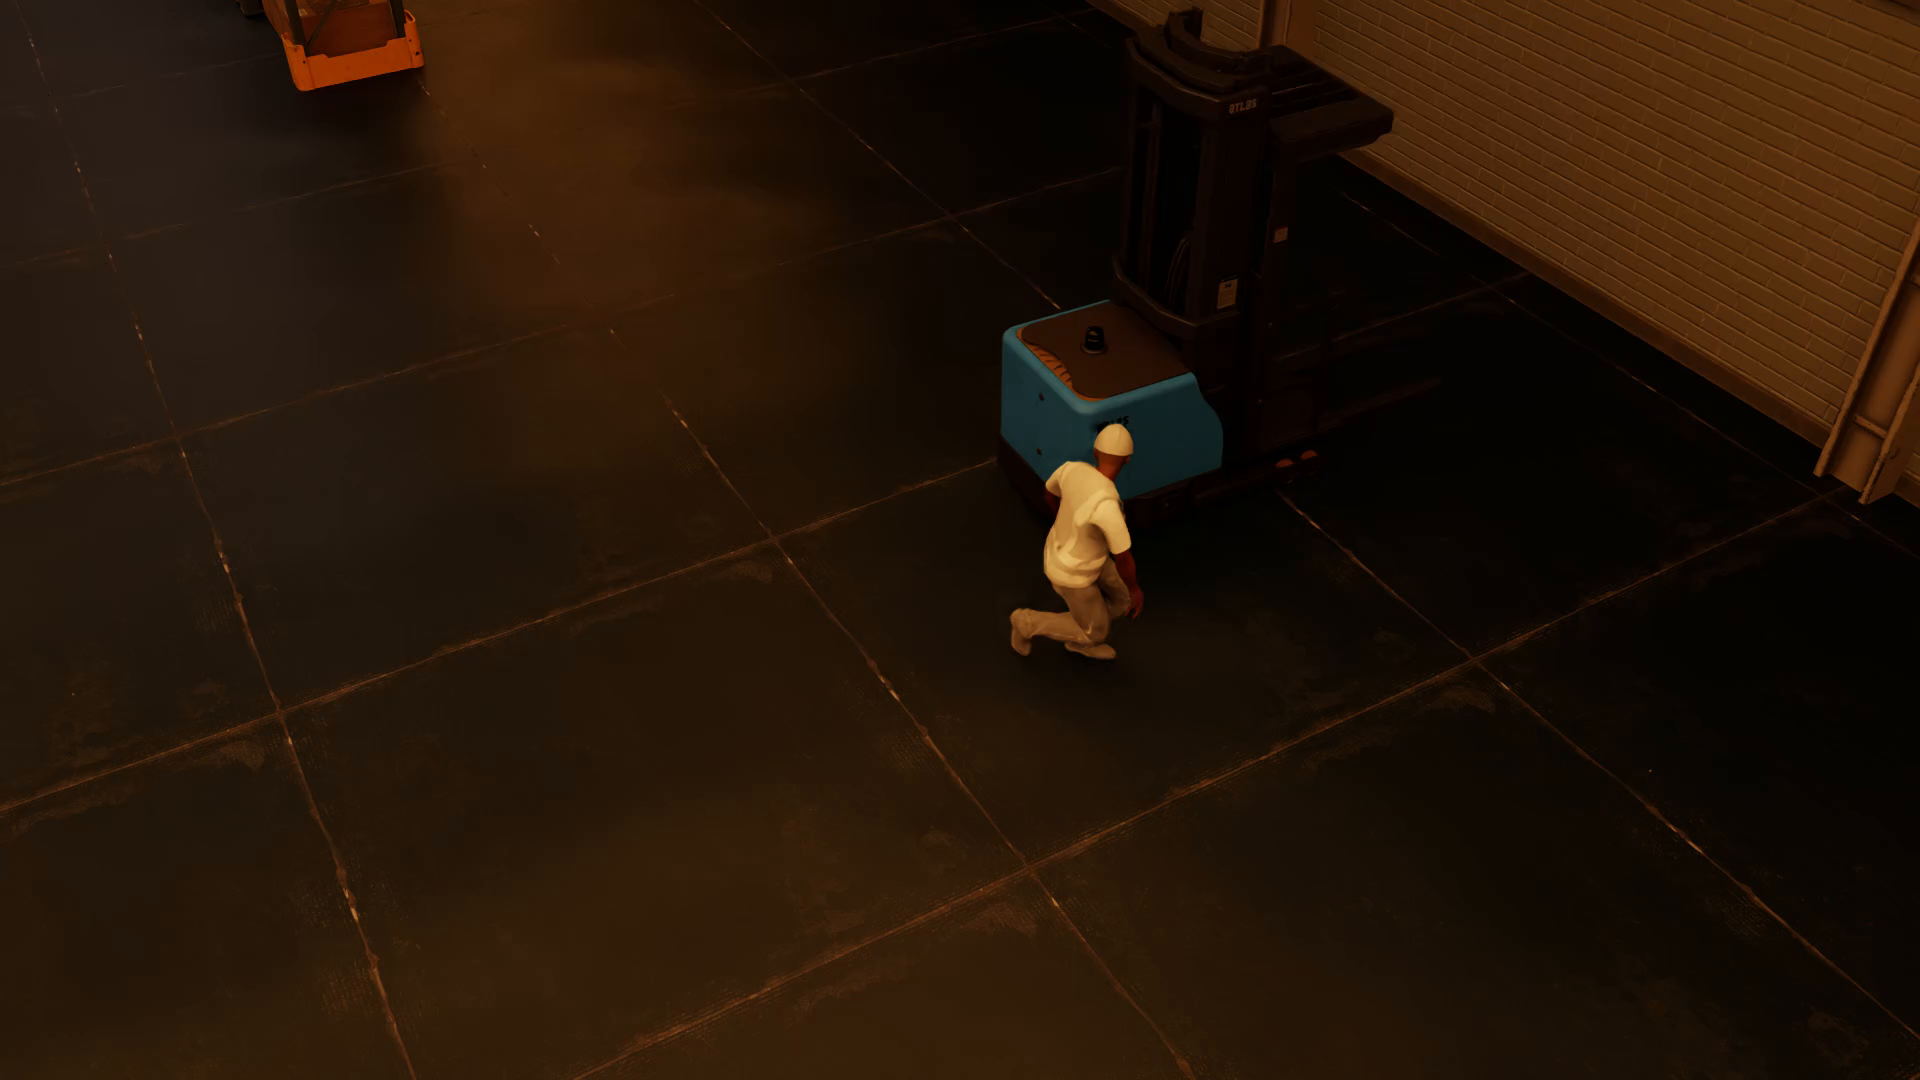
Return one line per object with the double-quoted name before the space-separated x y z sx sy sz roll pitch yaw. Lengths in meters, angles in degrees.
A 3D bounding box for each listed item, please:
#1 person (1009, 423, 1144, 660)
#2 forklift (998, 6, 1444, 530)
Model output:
"person" 0.640 0.038 9.098 0.718 1.546 0.732 2 40 2
"forklift" 1.792 -1.767 10.167 3.031 2.935 1.130 -19 43 -21
